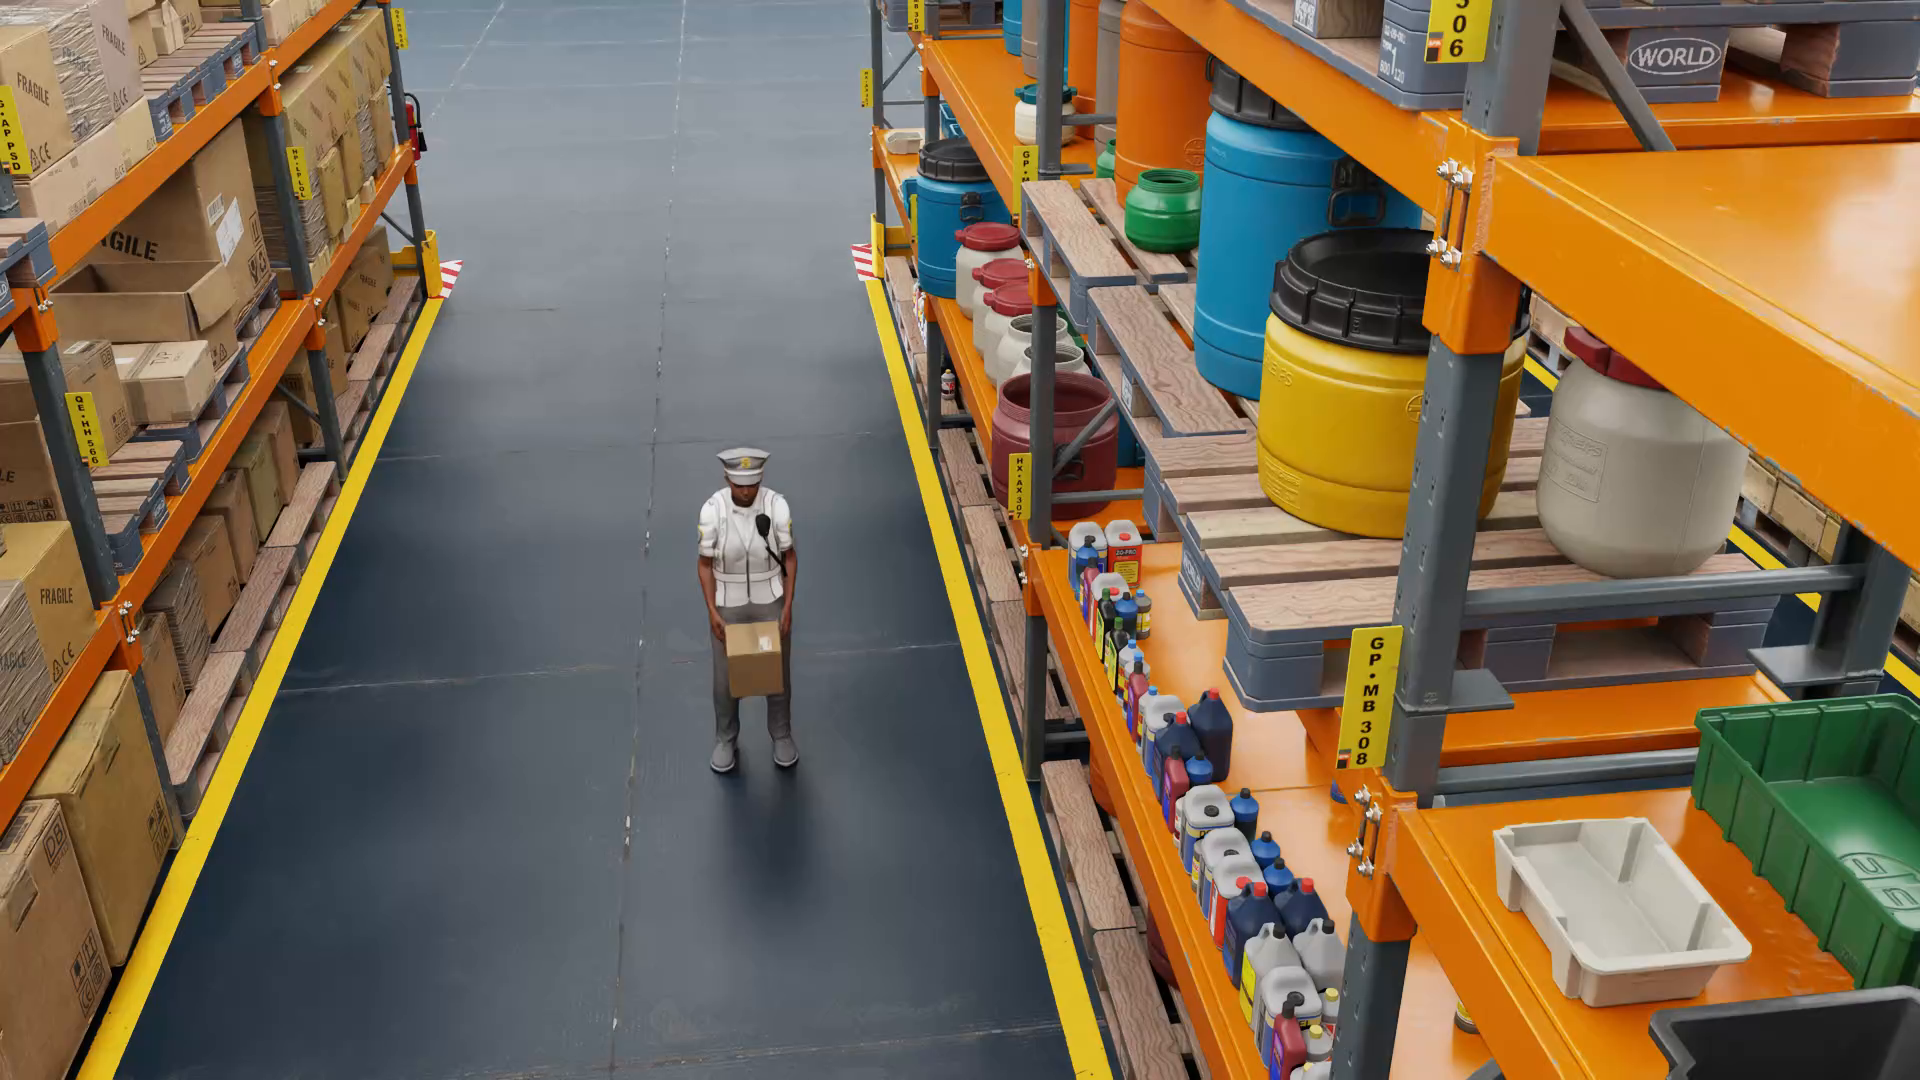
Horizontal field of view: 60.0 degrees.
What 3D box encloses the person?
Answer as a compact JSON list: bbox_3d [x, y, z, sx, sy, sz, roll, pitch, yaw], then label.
[{"bbox_3d":[-1.012,0.317,7.984,0.486,1.678,0.389,-4,28,-8],"label":"person"}]
